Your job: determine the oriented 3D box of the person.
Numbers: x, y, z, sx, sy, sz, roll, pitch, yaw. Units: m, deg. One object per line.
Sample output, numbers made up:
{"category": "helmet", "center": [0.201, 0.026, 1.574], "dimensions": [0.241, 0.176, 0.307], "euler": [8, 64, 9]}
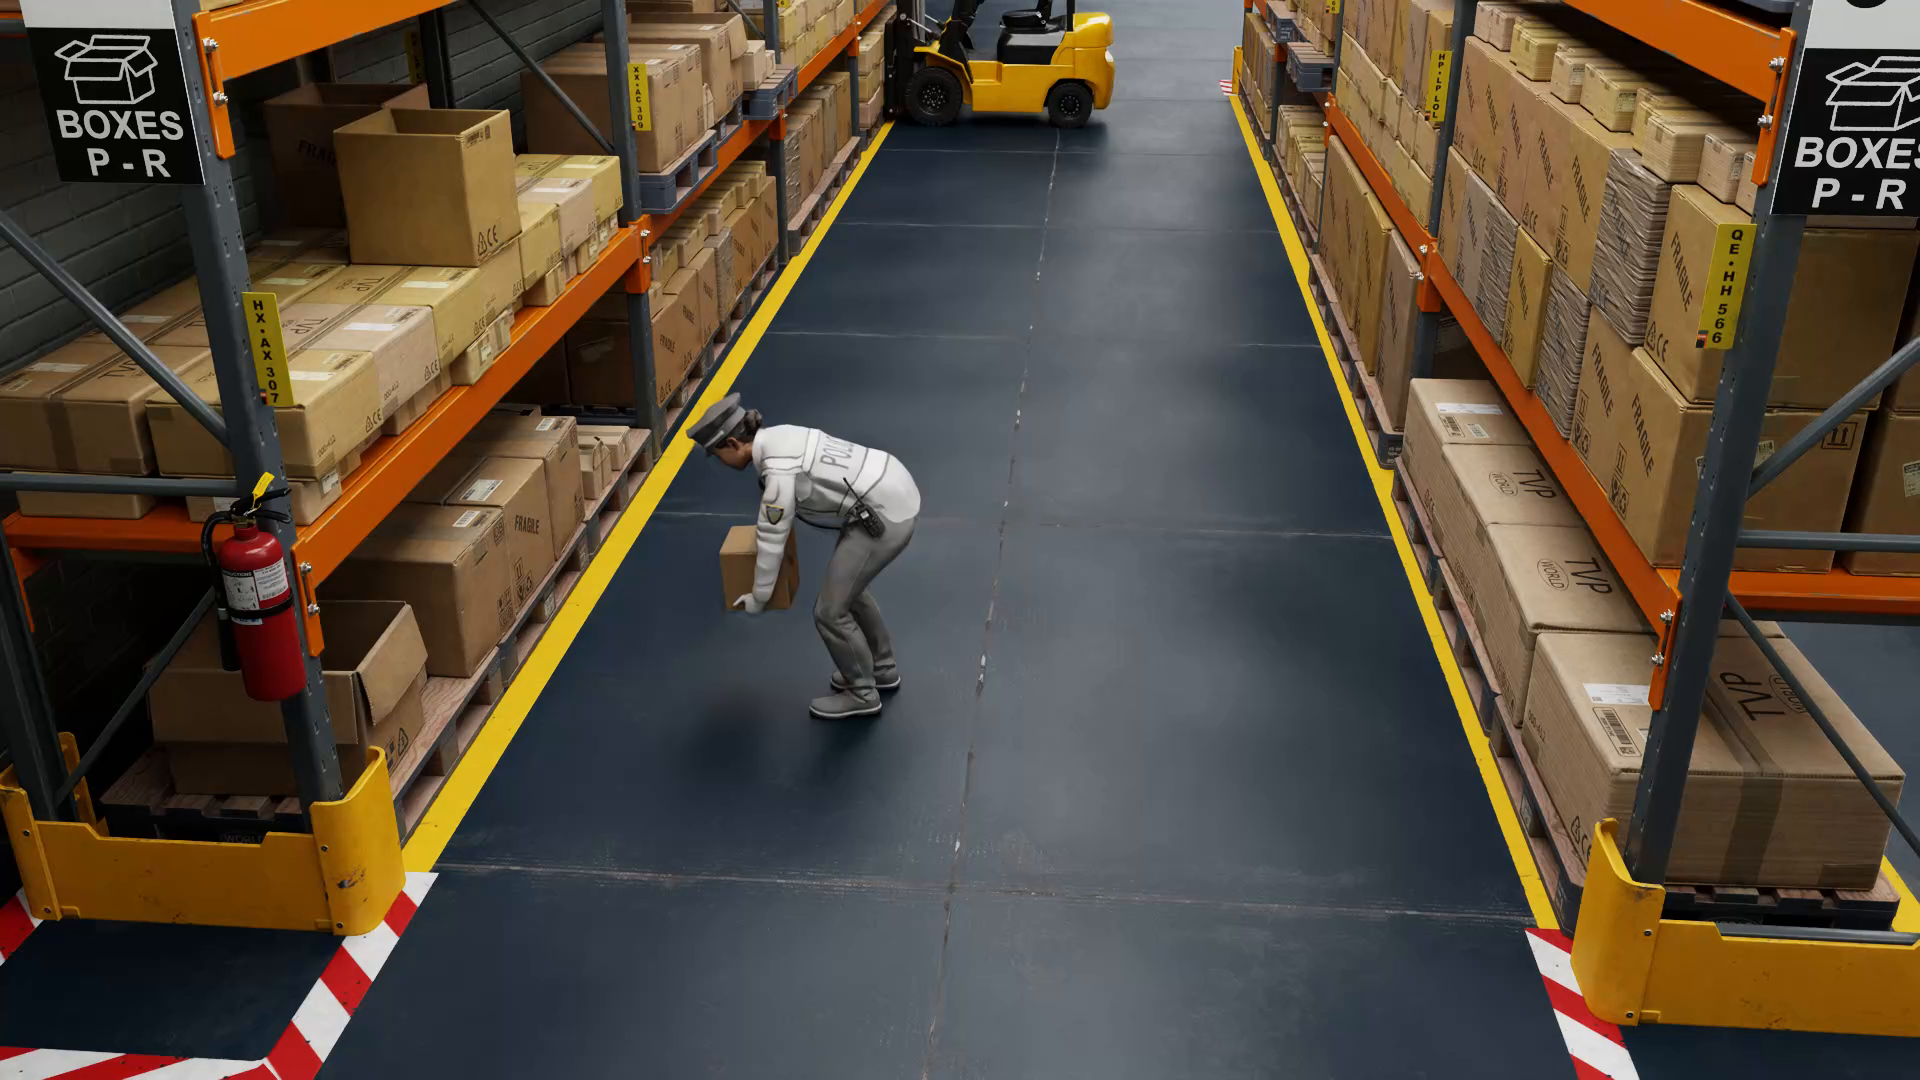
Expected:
{"category": "person", "center": [-0.589, 0.056, 6.429], "dimensions": [0.878, 1.296, 0.421], "euler": [1, 25, 2]}
